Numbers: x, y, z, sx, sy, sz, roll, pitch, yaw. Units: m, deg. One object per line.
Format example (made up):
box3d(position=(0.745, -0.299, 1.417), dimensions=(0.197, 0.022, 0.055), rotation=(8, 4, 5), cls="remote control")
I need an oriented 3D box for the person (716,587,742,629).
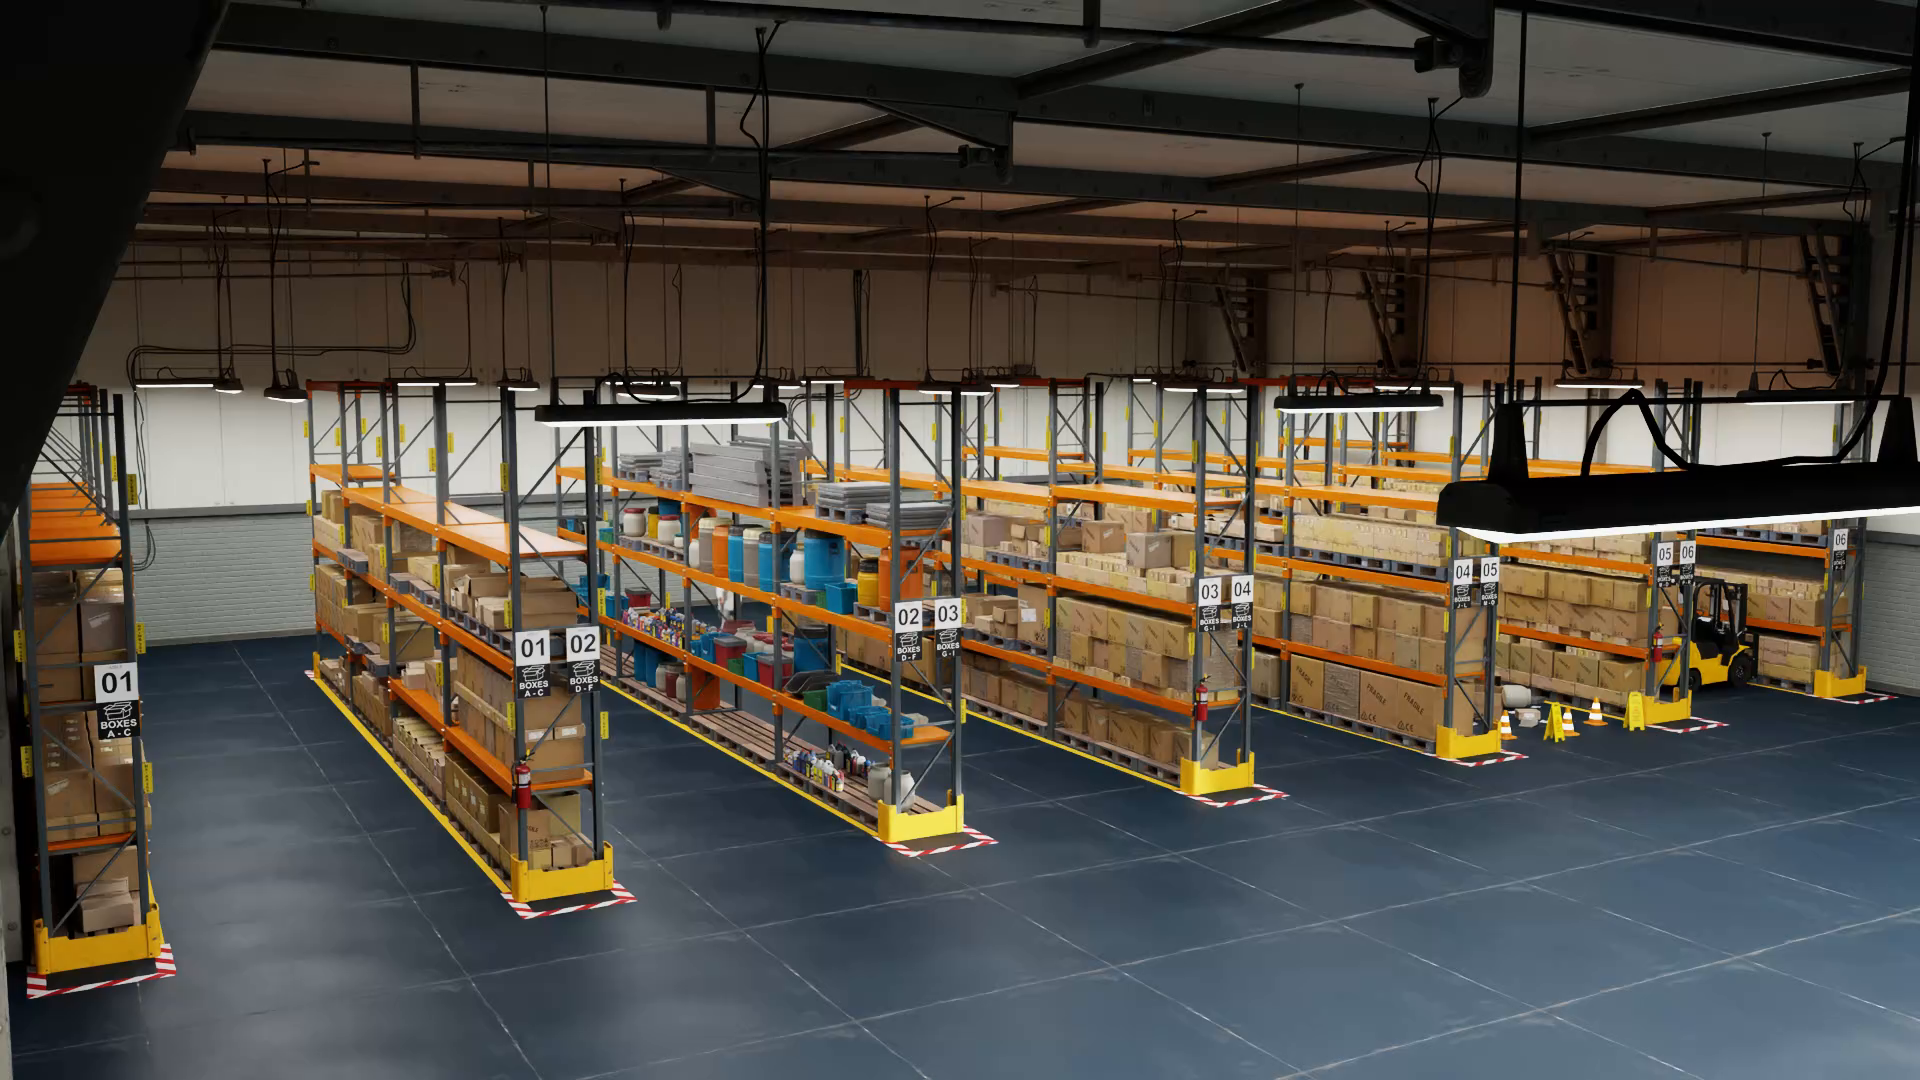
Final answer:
box3d(position=(-5.328, 1.377, 38.400), dimensions=(0.554, 1.738, 0.842), rotation=(2, 7, 22), cls="person")
